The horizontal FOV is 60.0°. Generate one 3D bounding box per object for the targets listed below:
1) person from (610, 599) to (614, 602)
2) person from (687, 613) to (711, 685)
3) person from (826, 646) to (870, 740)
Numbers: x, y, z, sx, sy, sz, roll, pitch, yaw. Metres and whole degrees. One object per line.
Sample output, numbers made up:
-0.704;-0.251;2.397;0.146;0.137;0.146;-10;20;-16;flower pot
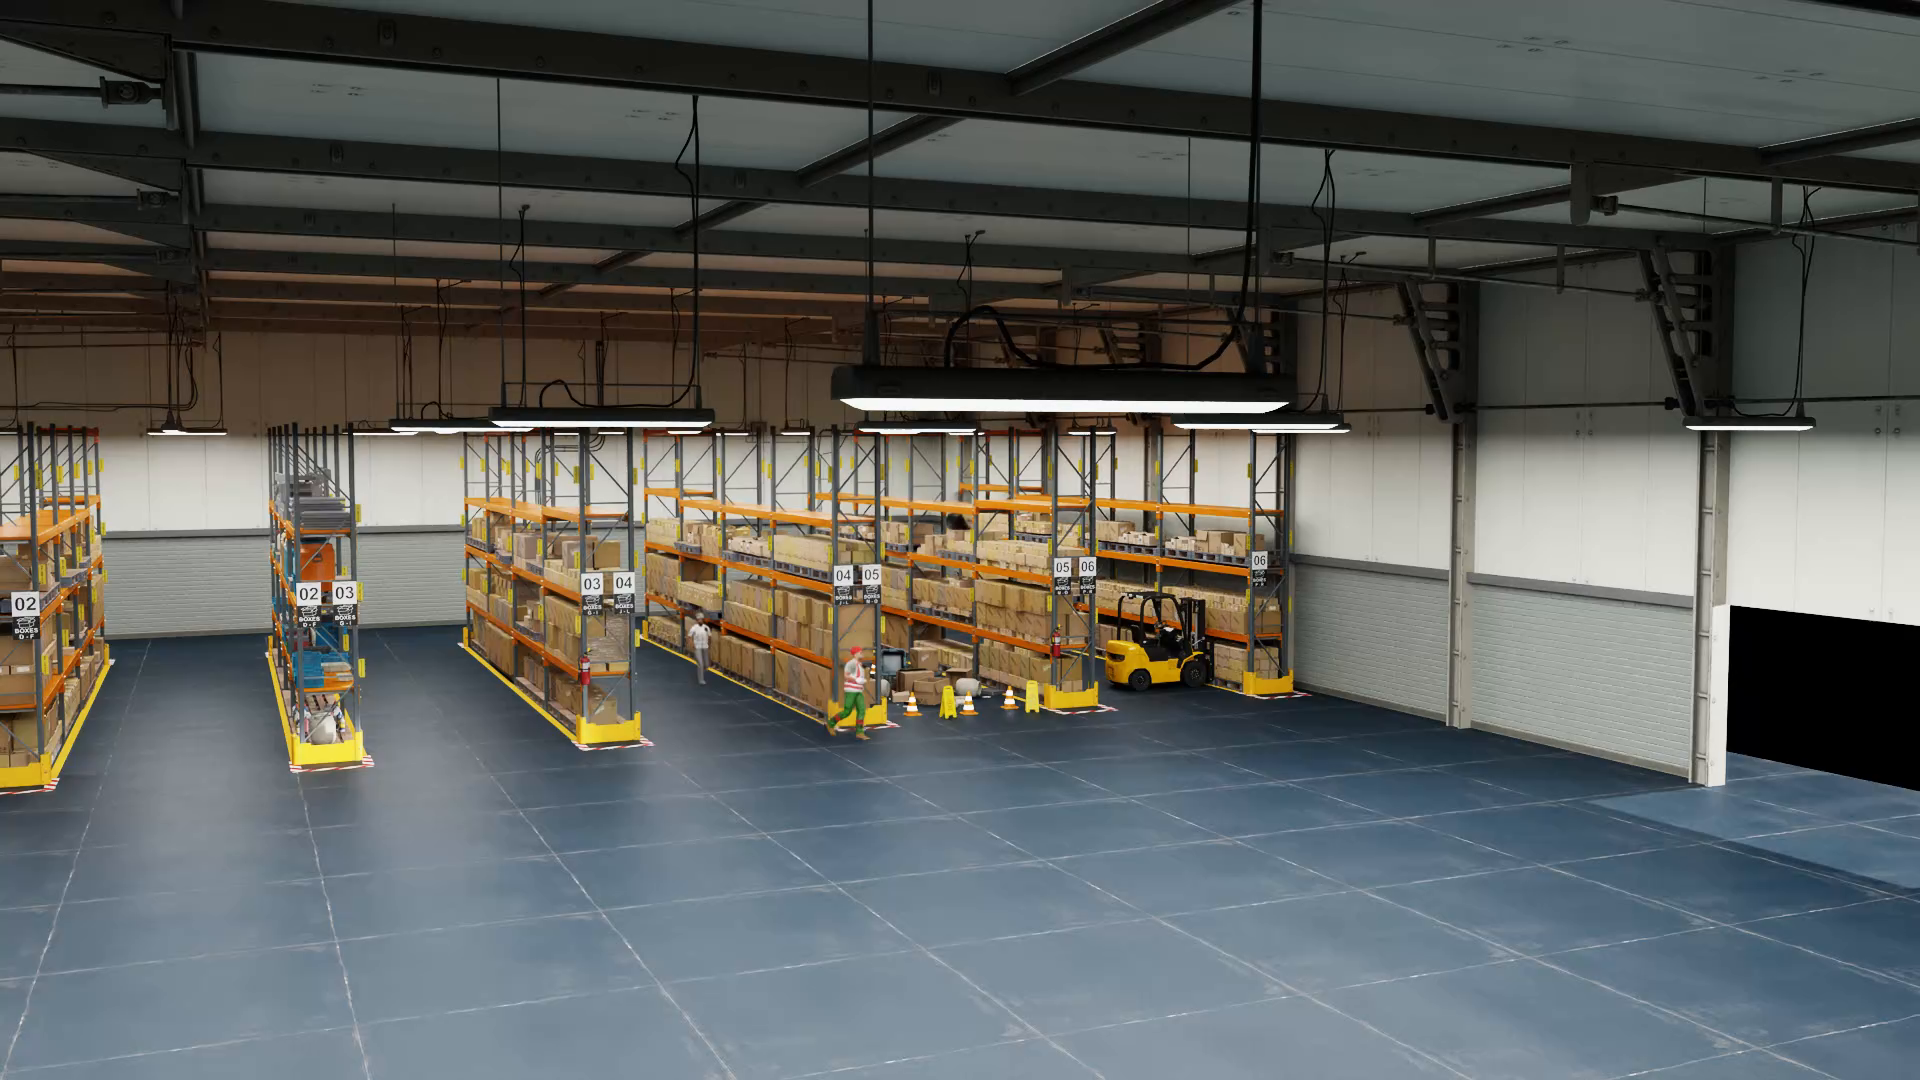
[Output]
-9.333;2.154;45.169;0.628;1.666;0.747;-1;4;-20;person
-6.069;2.525;38.813;0.579;1.649;0.658;-2;4;-27;person
-2.056;2.901;31.802;0.944;1.755;0.688;1;4;19;person
